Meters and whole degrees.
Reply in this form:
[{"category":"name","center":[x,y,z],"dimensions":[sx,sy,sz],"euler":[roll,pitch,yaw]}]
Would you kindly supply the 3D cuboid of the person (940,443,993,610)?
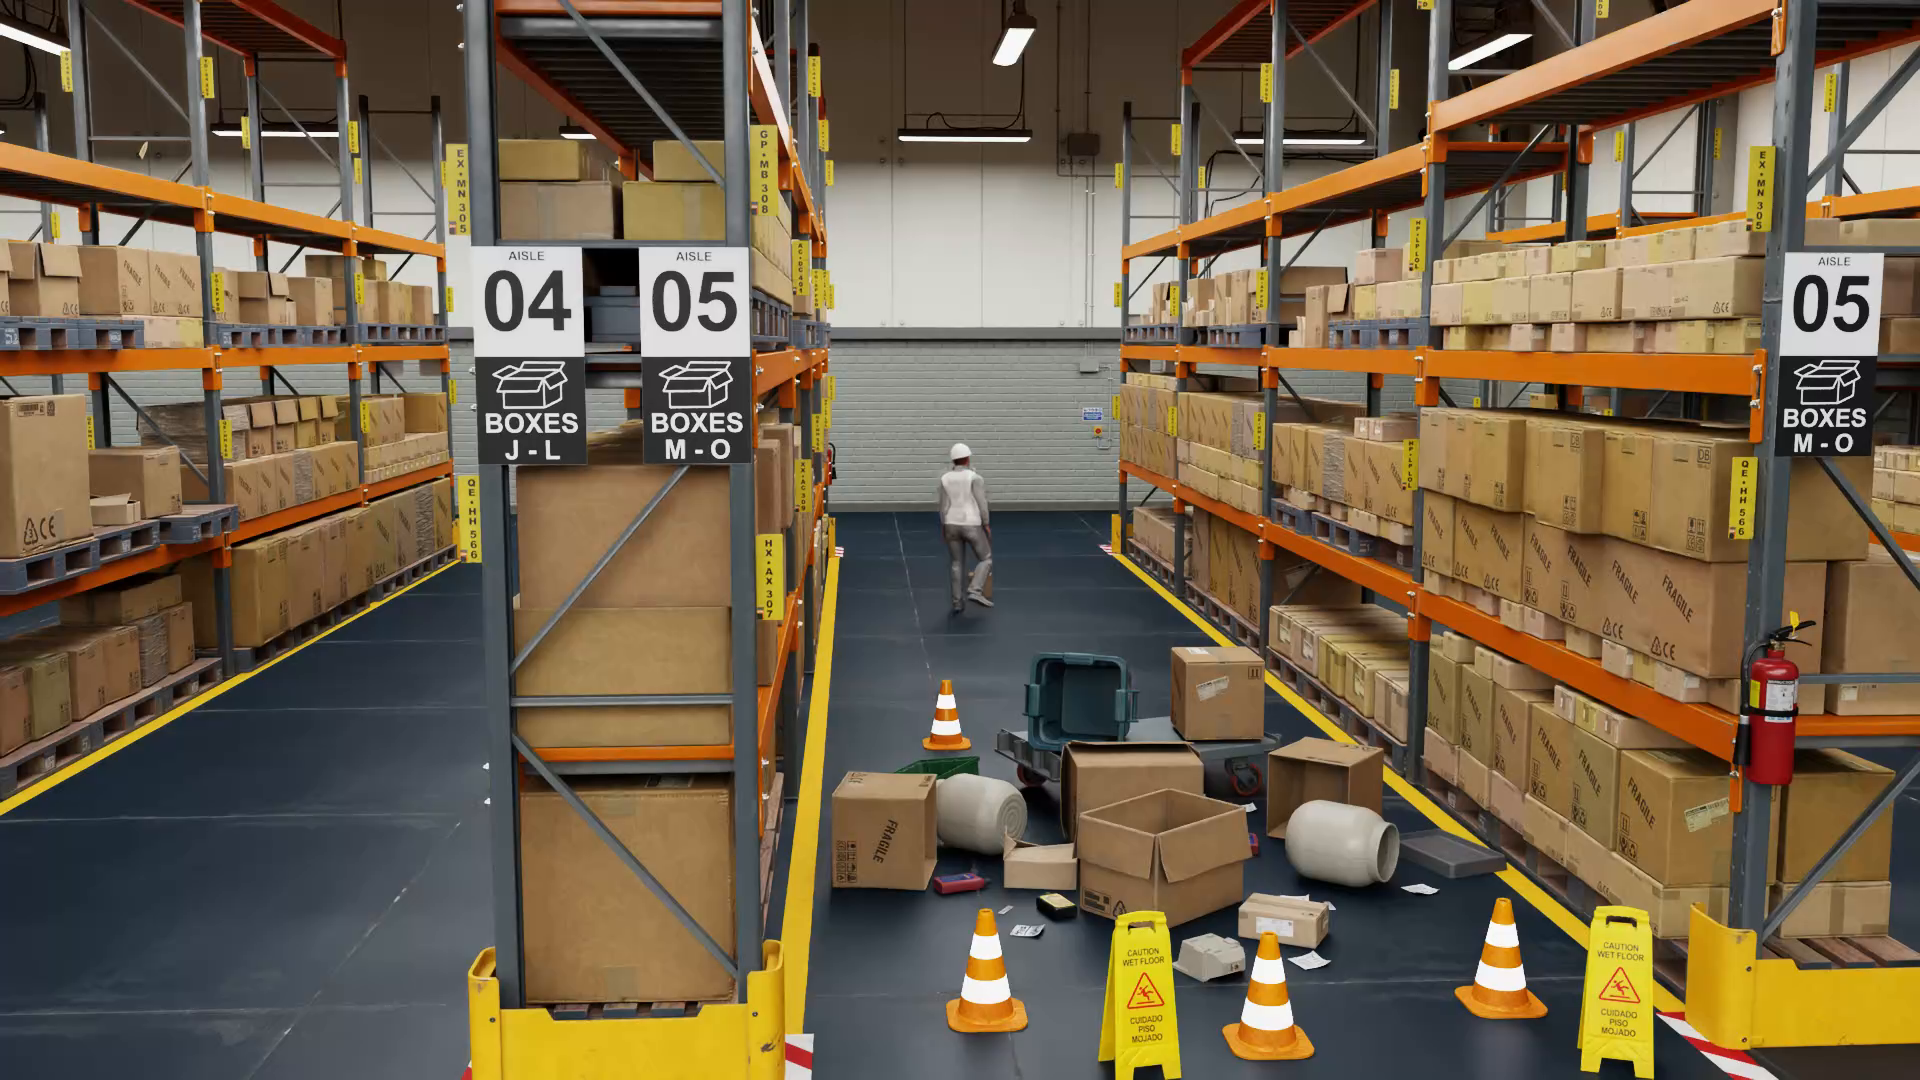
[{"category":"person","center":[0.072,-0.135,17.642],"dimensions":[0.670,1.768,0.465],"euler":[4,8,28]}]
